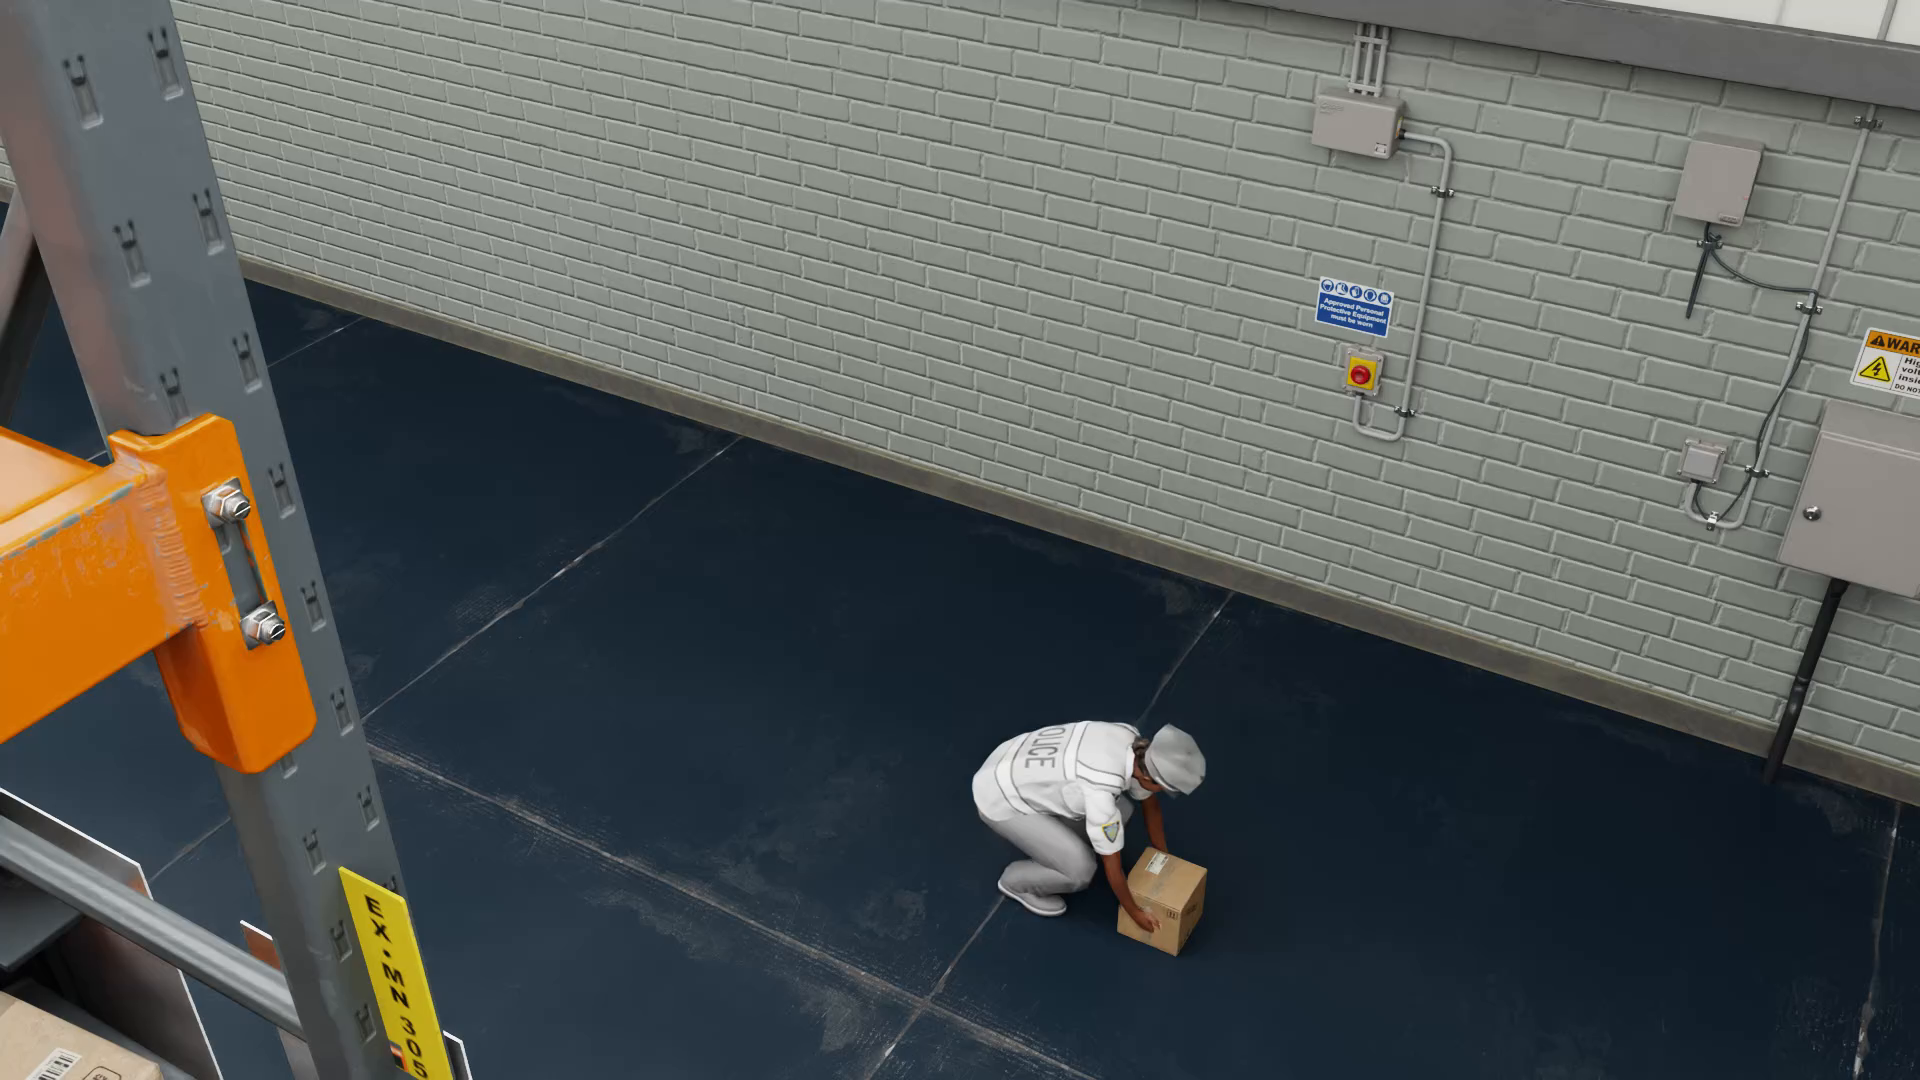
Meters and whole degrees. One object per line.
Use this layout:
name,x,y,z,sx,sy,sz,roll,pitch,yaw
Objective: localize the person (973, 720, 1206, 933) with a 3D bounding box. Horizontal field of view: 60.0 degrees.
person,0.479,1.026,6.339,0.867,0.885,0.484,18,38,24
